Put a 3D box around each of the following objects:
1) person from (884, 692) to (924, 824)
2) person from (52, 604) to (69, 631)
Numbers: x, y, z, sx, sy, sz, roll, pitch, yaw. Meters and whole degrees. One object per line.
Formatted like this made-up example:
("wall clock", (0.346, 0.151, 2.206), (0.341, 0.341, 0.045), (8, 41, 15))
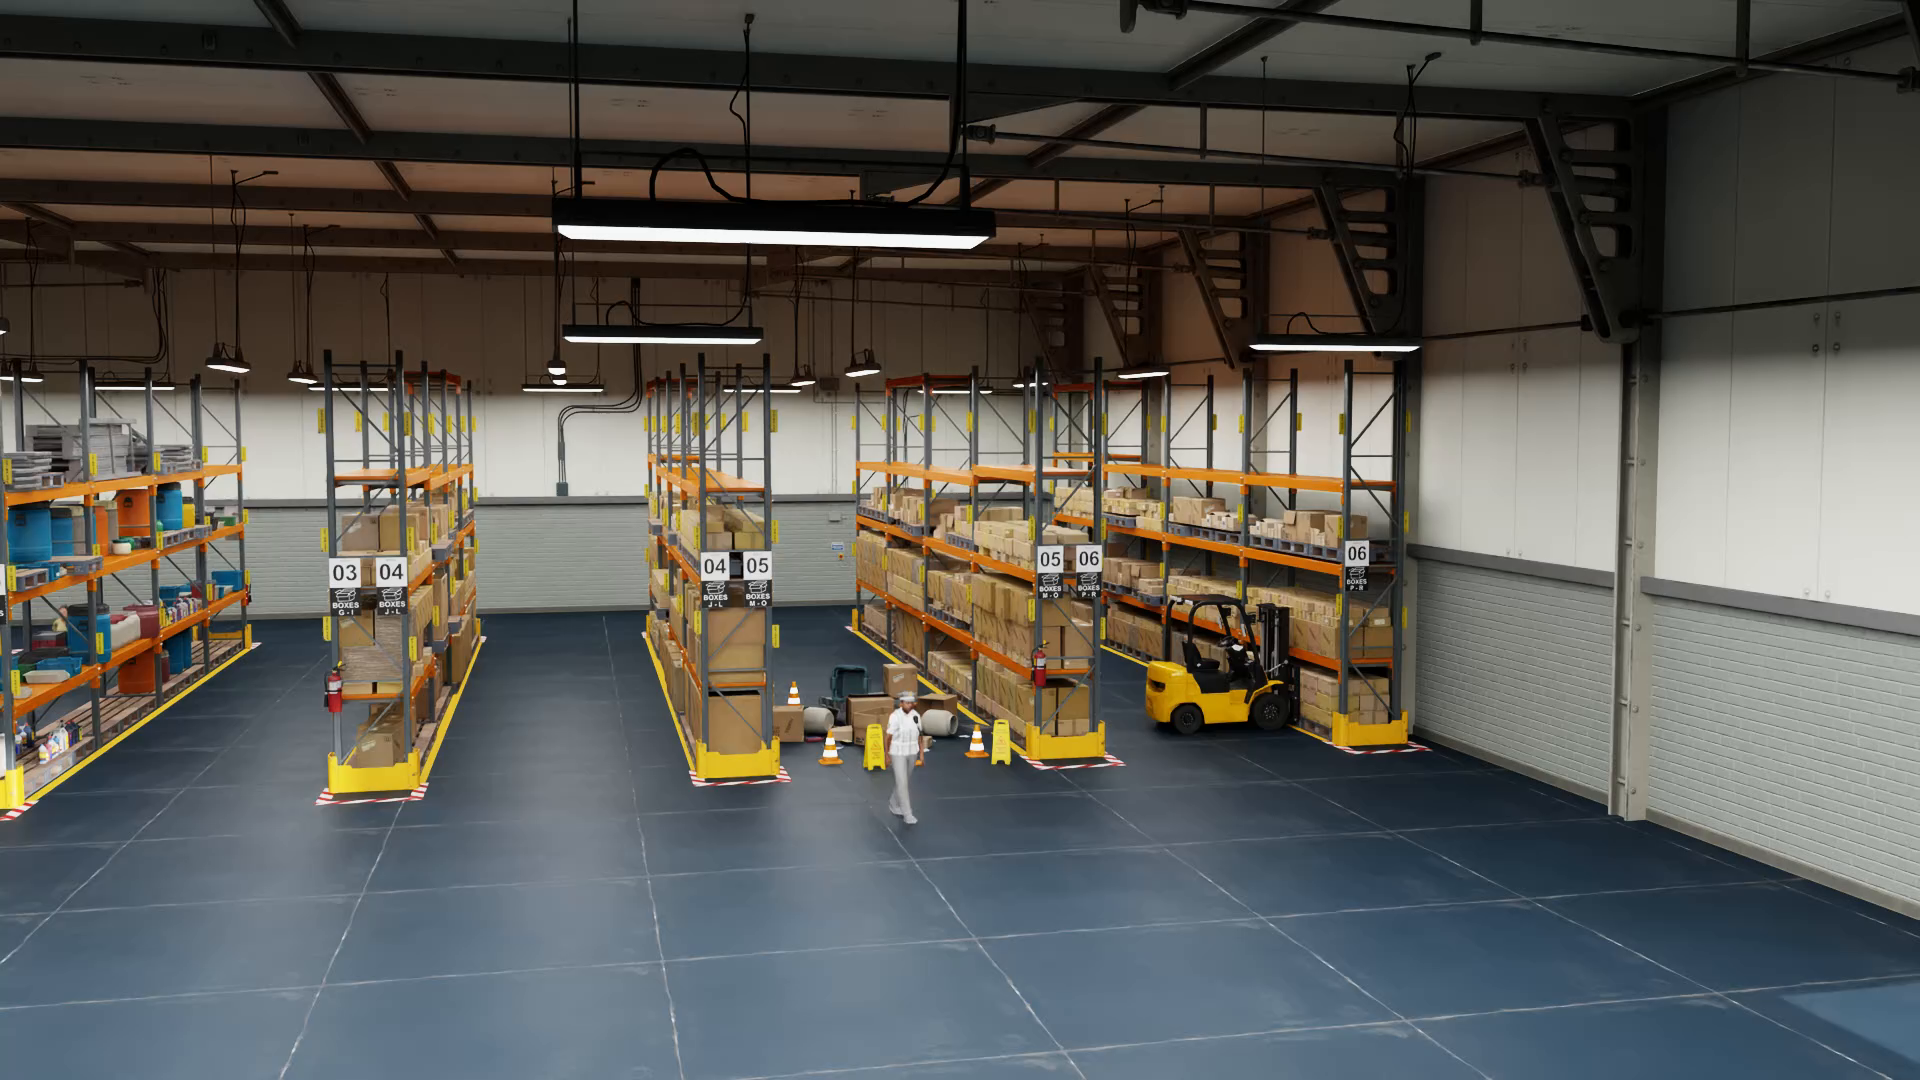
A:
("person", (-0.680, 2.710, 20.955), (0.508, 1.623, 0.974), (-3, 5, -39))
("person", (-16.768, 2.015, 31.259), (0.543, 1.653, 0.578), (-1, 4, -13))
